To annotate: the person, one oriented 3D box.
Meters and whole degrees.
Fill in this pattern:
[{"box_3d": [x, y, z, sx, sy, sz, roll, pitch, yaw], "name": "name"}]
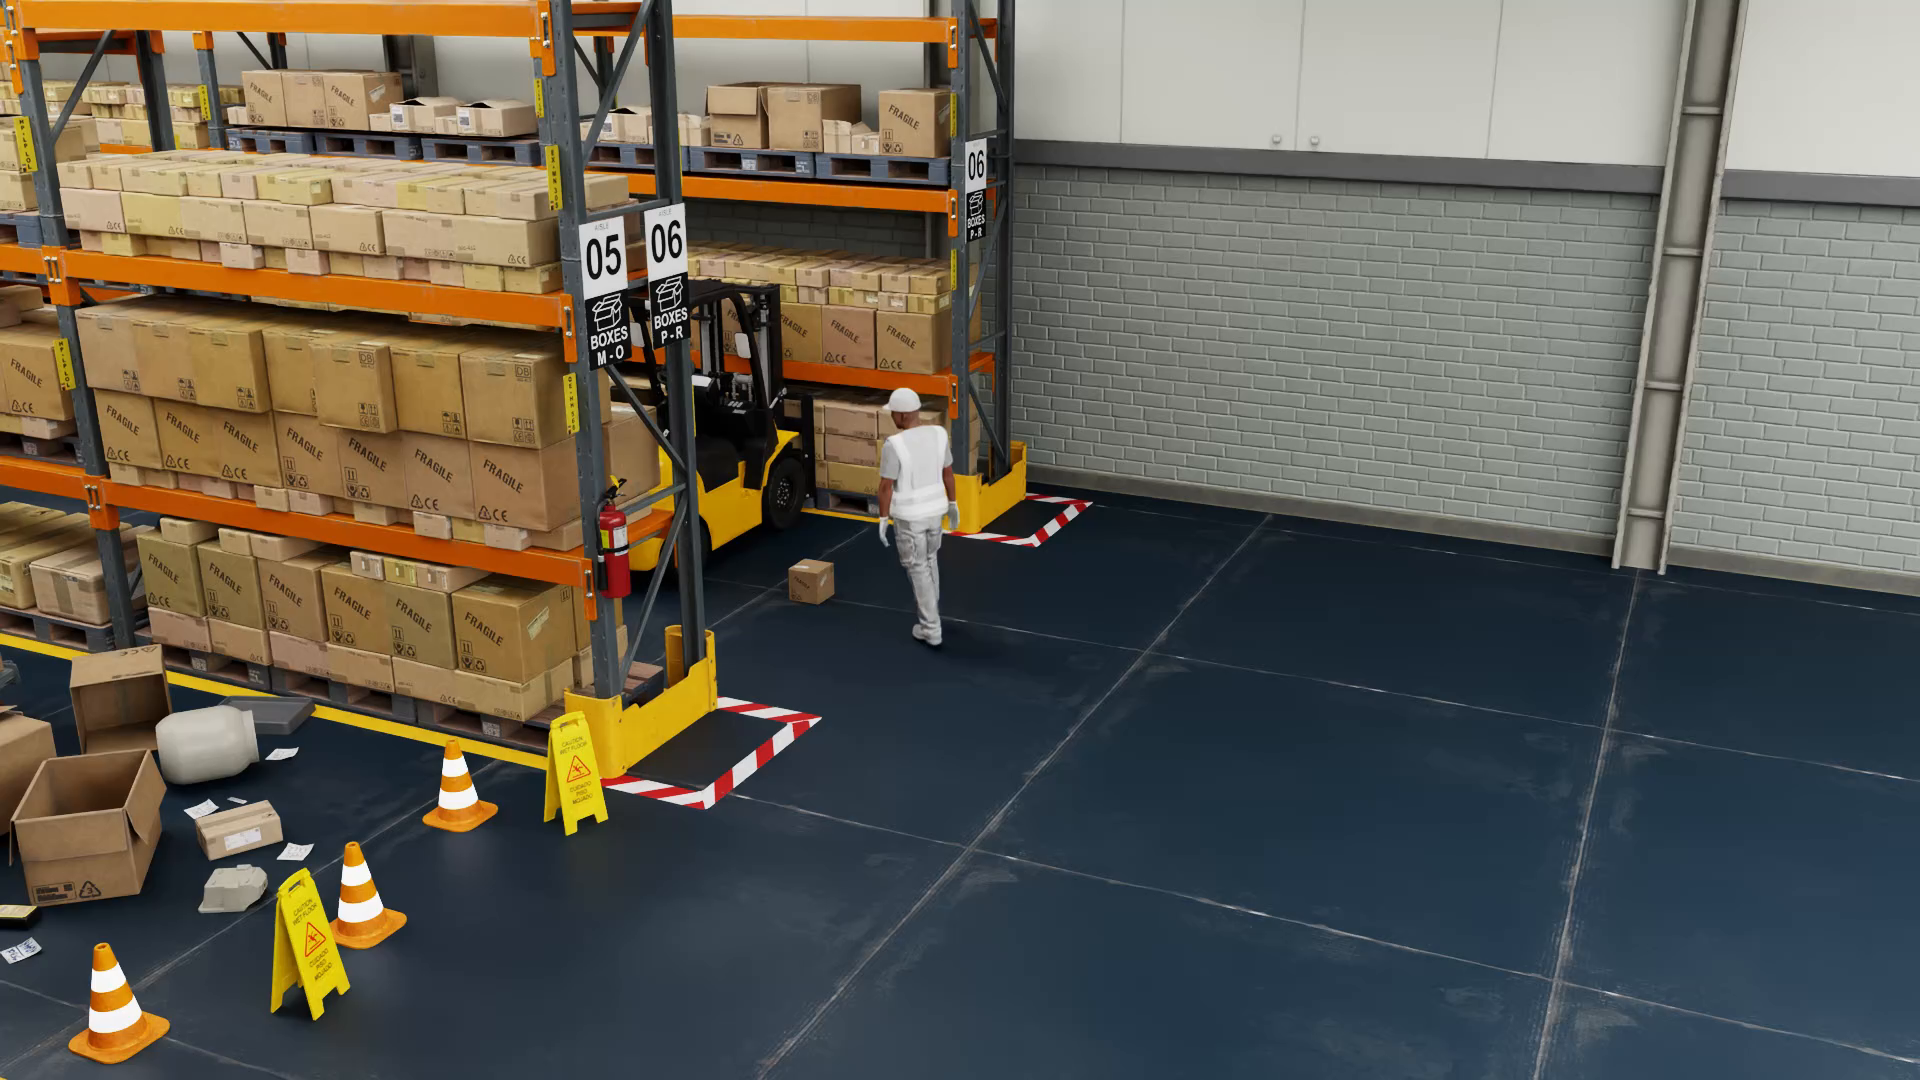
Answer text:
[{"box_3d": [-0.303, -0.173, 11.562, 0.638, 1.797, 0.670, -14, 23, -35], "name": "person"}]
